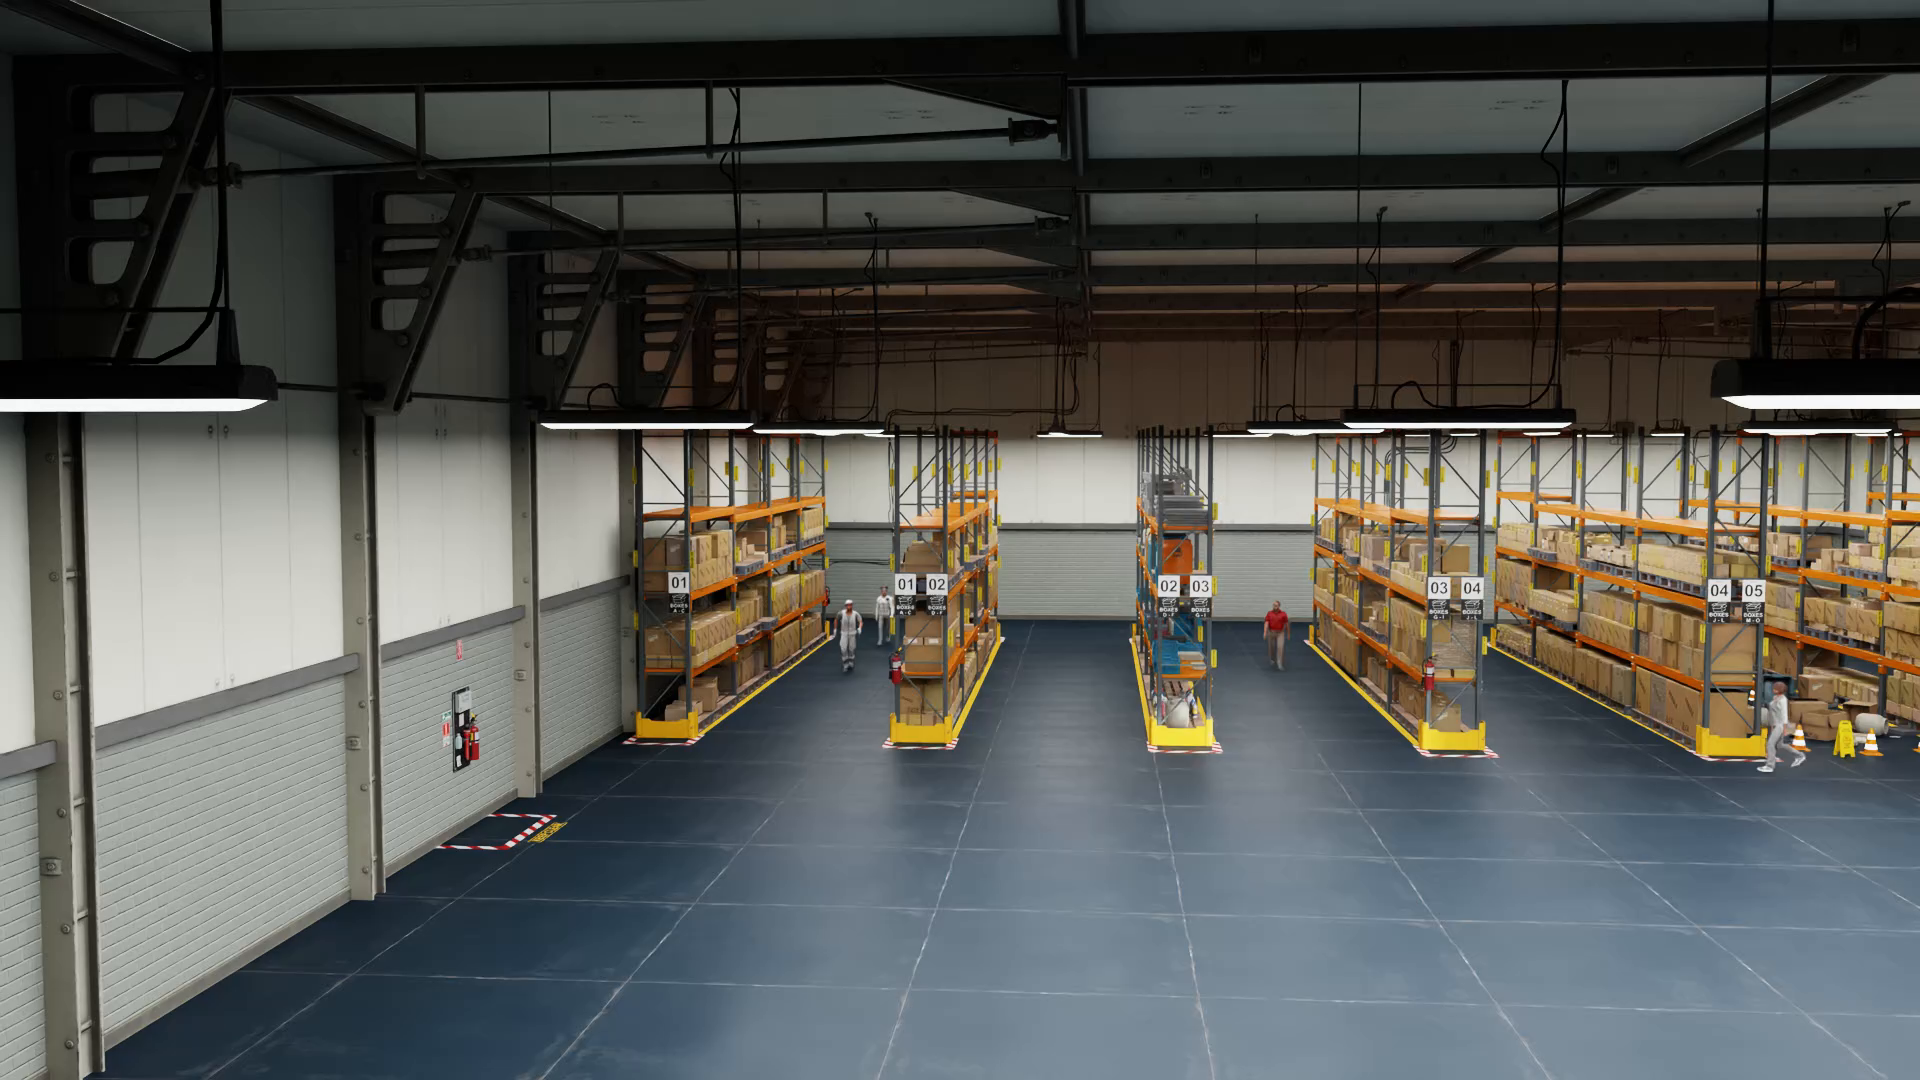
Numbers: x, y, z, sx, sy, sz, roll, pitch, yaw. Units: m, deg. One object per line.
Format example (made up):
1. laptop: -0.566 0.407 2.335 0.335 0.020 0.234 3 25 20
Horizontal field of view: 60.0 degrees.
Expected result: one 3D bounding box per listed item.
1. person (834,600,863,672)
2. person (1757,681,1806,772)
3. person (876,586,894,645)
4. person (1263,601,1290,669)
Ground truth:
1. person: -2.782 2.387 41.320 0.733 1.818 0.769 0 3 0
2. person: 14.151 3.206 28.593 0.847 1.560 0.416 0 3 6
3. person: -2.116 2.092 46.516 0.549 1.621 1.042 0 3 7
4. person: 7.941 2.361 41.677 0.652 1.656 1.085 1 4 14
